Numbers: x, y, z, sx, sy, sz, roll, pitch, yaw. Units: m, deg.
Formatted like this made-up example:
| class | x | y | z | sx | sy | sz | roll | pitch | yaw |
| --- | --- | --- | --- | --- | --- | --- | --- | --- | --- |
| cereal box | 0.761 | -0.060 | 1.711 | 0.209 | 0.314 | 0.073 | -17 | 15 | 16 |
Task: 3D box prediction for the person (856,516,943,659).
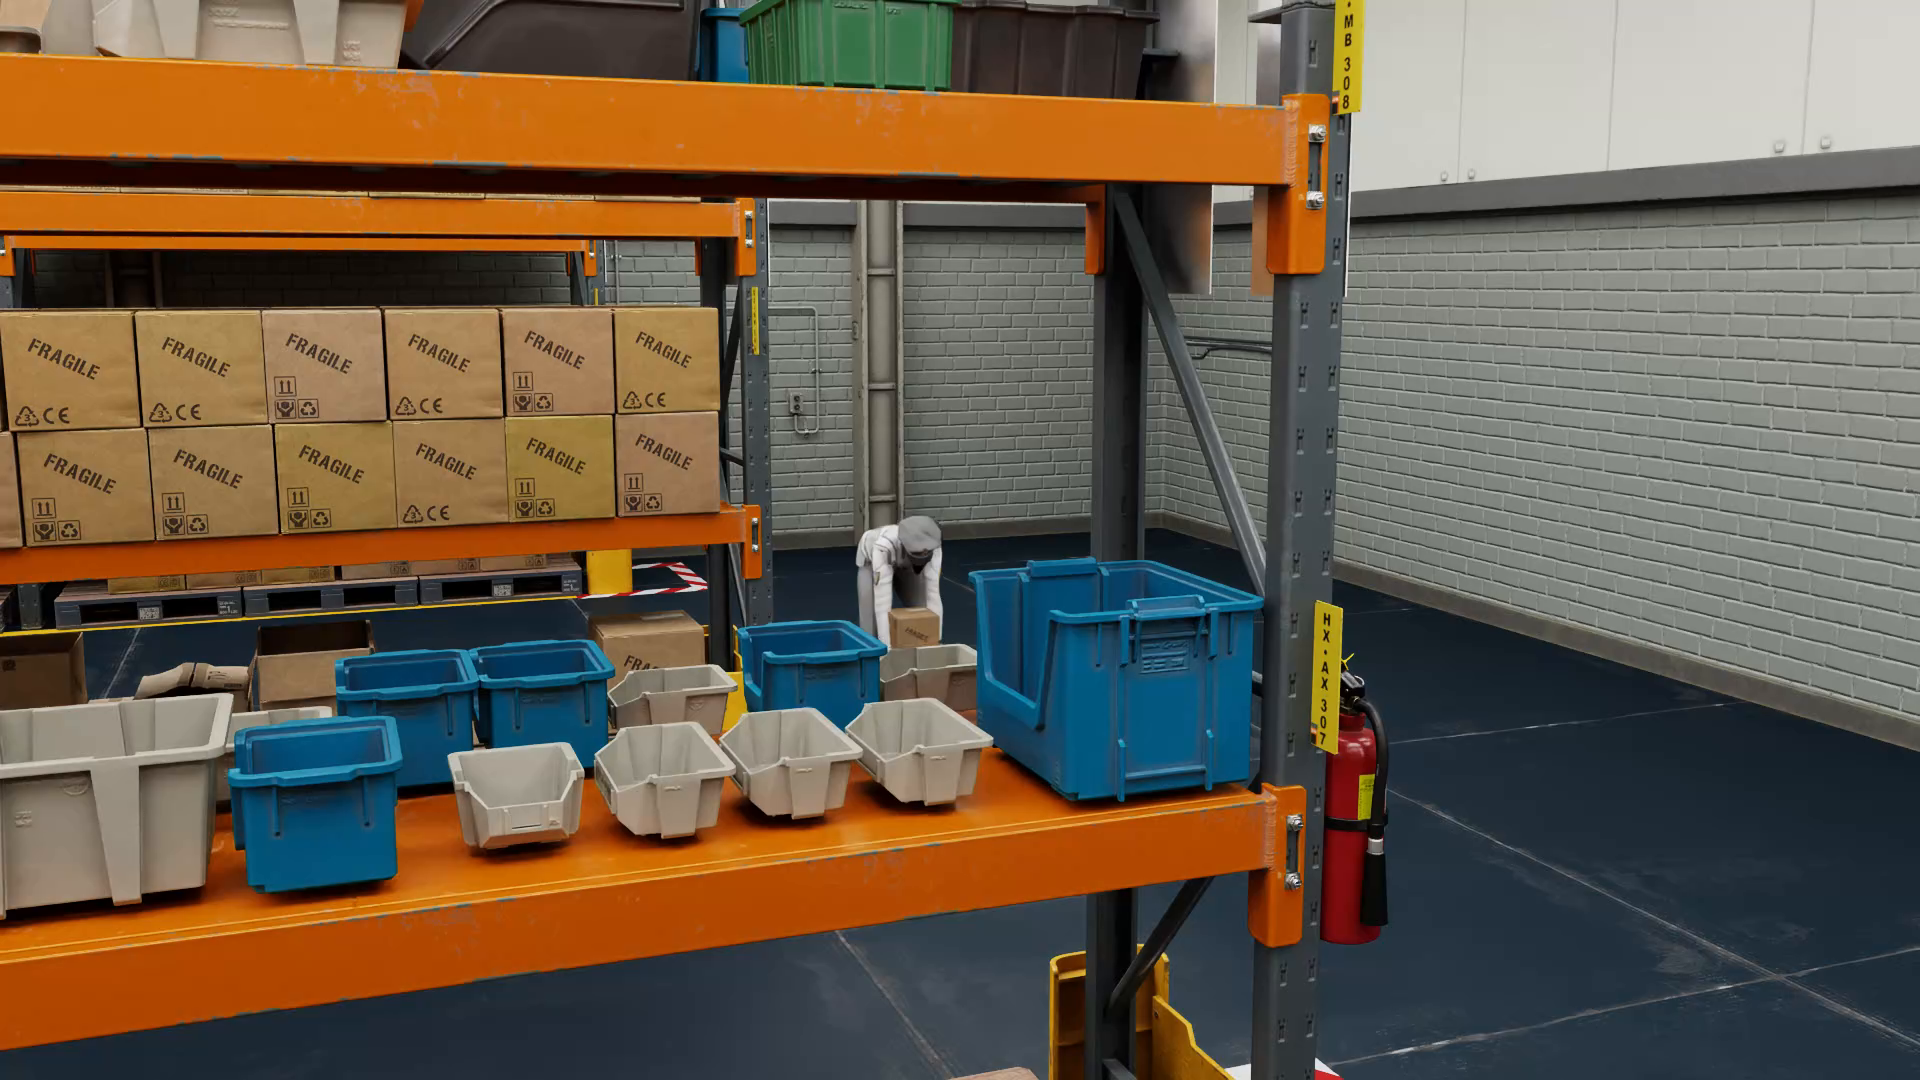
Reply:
| class | x | y | z | sx | sy | sz | roll | pitch | yaw |
| --- | --- | --- | --- | --- | --- | --- | --- | --- | --- |
| person | -0.334 | 0.391 | 9.565 | 0.440 | 1.145 | 0.915 | -3 | 9 | -17 |
